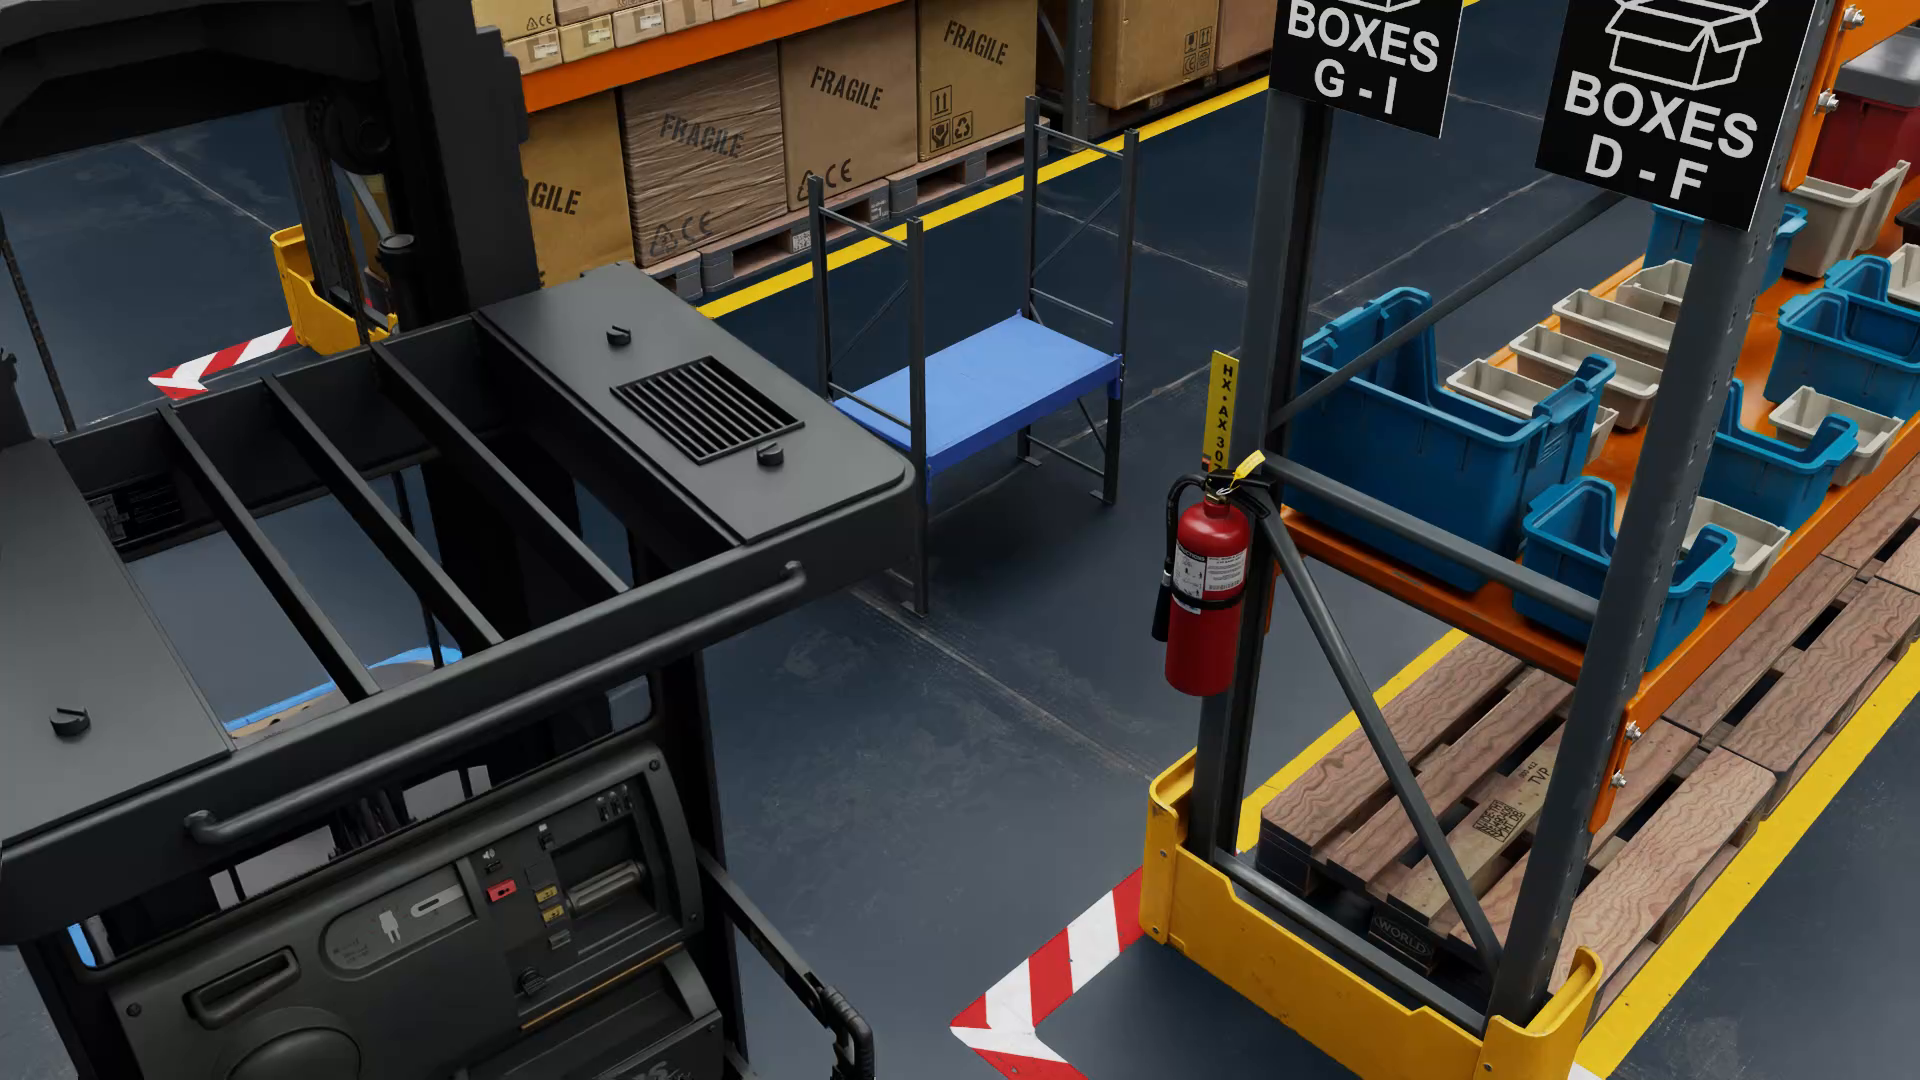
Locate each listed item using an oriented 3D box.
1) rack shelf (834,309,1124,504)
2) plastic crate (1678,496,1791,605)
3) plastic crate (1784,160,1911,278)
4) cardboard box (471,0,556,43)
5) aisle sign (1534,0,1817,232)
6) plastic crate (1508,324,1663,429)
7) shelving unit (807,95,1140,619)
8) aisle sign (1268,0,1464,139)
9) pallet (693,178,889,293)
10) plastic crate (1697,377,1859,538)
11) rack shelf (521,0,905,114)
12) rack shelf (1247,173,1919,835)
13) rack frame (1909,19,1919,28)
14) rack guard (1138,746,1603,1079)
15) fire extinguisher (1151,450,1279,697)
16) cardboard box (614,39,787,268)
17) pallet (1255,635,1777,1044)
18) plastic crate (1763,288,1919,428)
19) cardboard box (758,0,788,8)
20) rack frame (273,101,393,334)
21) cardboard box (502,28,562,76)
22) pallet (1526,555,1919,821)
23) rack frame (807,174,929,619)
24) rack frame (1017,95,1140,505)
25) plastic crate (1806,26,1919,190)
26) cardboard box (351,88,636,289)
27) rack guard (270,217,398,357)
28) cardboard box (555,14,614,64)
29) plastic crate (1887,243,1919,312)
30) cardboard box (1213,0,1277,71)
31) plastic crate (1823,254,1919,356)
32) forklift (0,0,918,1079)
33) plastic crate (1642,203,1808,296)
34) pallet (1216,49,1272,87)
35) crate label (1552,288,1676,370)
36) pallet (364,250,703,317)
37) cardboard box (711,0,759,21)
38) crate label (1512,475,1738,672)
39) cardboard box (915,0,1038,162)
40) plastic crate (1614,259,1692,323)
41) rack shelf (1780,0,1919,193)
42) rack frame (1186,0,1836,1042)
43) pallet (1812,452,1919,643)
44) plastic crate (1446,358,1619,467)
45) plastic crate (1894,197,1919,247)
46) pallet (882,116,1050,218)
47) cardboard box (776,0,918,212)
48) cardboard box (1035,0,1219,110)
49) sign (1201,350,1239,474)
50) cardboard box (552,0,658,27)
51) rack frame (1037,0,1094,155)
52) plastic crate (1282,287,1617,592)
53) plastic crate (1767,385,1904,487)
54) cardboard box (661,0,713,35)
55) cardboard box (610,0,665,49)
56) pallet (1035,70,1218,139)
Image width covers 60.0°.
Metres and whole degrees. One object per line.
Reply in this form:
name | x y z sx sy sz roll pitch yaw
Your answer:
rack shelf | 0.060 -0.502 5.974 0.538 0.185 1.000 30 45 35
plastic crate | 1.713 0.018 3.780 0.250 0.136 0.298 30 45 35
plastic crate | 2.632 -1.055 5.192 0.437 0.282 0.530 30 45 35
cardboard box | -1.965 -2.144 6.573 0.500 0.250 0.500 28 44 34
aisle sign | 1.180 -0.919 2.672 0.394 0.787 0.004 30 45 35
plastic crate | 1.681 -0.434 4.428 0.396 0.136 0.243 30 45 35
shelving unit | 0.060 -0.650 5.871 0.538 1.500 1.048 30 45 35
aisle sign | 0.762 -1.156 3.013 0.394 0.787 0.004 30 45 35
pallet | -1.127 -1.703 8.507 1.003 0.211 1.213 30 45 35
plastic crate | 1.892 -0.192 3.997 0.416 0.233 0.300 30 45 35
rack shelf | -1.085 -2.514 7.862 1.077 0.370 4.000 30 45 35
rack shelf | 2.429 -0.518 5.000 1.077 0.370 4.000 30 45 35
rack frame | 3.839 -1.625 5.958 1.000 3.000 0.127 30 45 35
rack guard | 1.013 1.039 4.323 1.175 0.500 0.348 30 45 35
fire extinguisher | 0.592 0.061 3.933 0.296 0.674 0.183 30 45 35
cardboard box | -1.459 -1.960 7.928 0.875 0.875 0.875 30 45 35
pallet | 1.629 0.823 4.885 1.003 0.211 1.213 30 45 35
plastic crate | 2.356 -0.459 4.380 0.416 0.233 0.300 30 45 35
cardboard box | -0.927 -2.531 7.476 0.380 0.149 0.250 28 44 34
rack frame | -2.495 -1.998 6.492 1.000 3.000 0.127 30 45 35
cardboard box | -1.830 -2.010 6.730 0.380 0.149 0.250 29 44 35
pallet | 2.488 0.330 5.592 1.003 0.211 1.213 30 45 35
rack frame | -0.298 -0.443 5.575 0.500 1.500 0.032 30 45 35
rack frame | 0.418 -0.856 6.167 0.500 1.500 0.032 30 45 35
plastic crate | 3.032 -1.415 5.548 0.402 0.464 0.583 30 45 35
cardboard box | -2.100 -1.590 7.398 0.875 0.875 0.875 30 45 35
rack guard | -2.511 -0.962 7.193 1.175 0.500 0.348 30 45 35
cardboard box | -1.650 -2.114 6.879 0.380 0.149 0.250 28 44 34
plastic crate | 2.825 -0.713 4.829 0.293 0.136 0.466 30 45 35
cardboard box | 1.389 -3.553 10.213 1.225 0.875 0.875 28 44 34
plastic crate | 2.567 -0.581 4.555 0.416 0.233 0.300 30 45 35
forklift | -0.743 0.744 2.621 1.130 2.935 3.031 -24 41 -30
plastic crate | 2.285 -0.894 5.004 0.416 0.233 0.300 30 45 35
pallet | 1.674 -3.319 10.824 1.003 0.211 1.213 30 45 35
crate label | 1.860 -0.556 4.604 0.396 0.136 0.243 30 45 35
pallet | -1.987 -1.210 7.800 1.003 0.211 1.213 30 45 35
cardboard box | -1.106 -2.428 7.330 0.380 0.149 0.250 29 44 35
crate label | 1.428 0.075 3.614 0.416 0.233 0.303 30 45 35
cardboard box | -0.198 -2.686 8.970 0.875 0.875 0.875 30 45 35
plastic crate | 2.055 -0.684 4.787 0.298 0.136 0.250 30 45 35
rack shelf | 2.429 -1.748 4.142 1.077 0.370 4.000 30 45 35
rack frame | 1.020 -0.001 3.630 1.000 3.000 0.127 30 45 35
pallet | 3.348 -0.167 6.305 1.003 0.211 1.213 30 45 35
plastic crate | 1.466 -0.322 4.267 0.396 0.136 0.243 30 45 35
plastic crate | 3.241 -0.974 5.213 0.437 0.125 0.590 30 45 35
pallet | -0.268 -2.200 9.221 1.003 0.211 1.213 30 45 35
cardboard box | -0.832 -2.321 8.446 0.875 0.875 0.875 30 45 35
cardboard box | 0.760 -3.190 9.692 1.225 0.875 0.875 30 45 35
sign | 0.619 -0.283 3.891 0.100 0.325 0.005 30 45 35
cardboard box | -1.603 -2.358 6.880 0.500 0.250 0.500 29 44 35
rack frame | 0.324 -3.621 8.820 1.000 3.000 0.127 30 45 35
plastic crate | 1.124 -0.252 3.905 0.616 0.435 0.499 30 45 35
plastic crate | 2.191 -0.257 4.175 0.250 0.136 0.298 30 45 35
cardboard box | -1.288 -2.323 7.179 0.380 0.149 0.250 29 44 34
cardboard box | -1.467 -2.221 7.032 0.380 0.149 0.250 29 44 35
pallet | 0.814 -2.821 10.111 1.003 0.211 1.213 30 45 35
